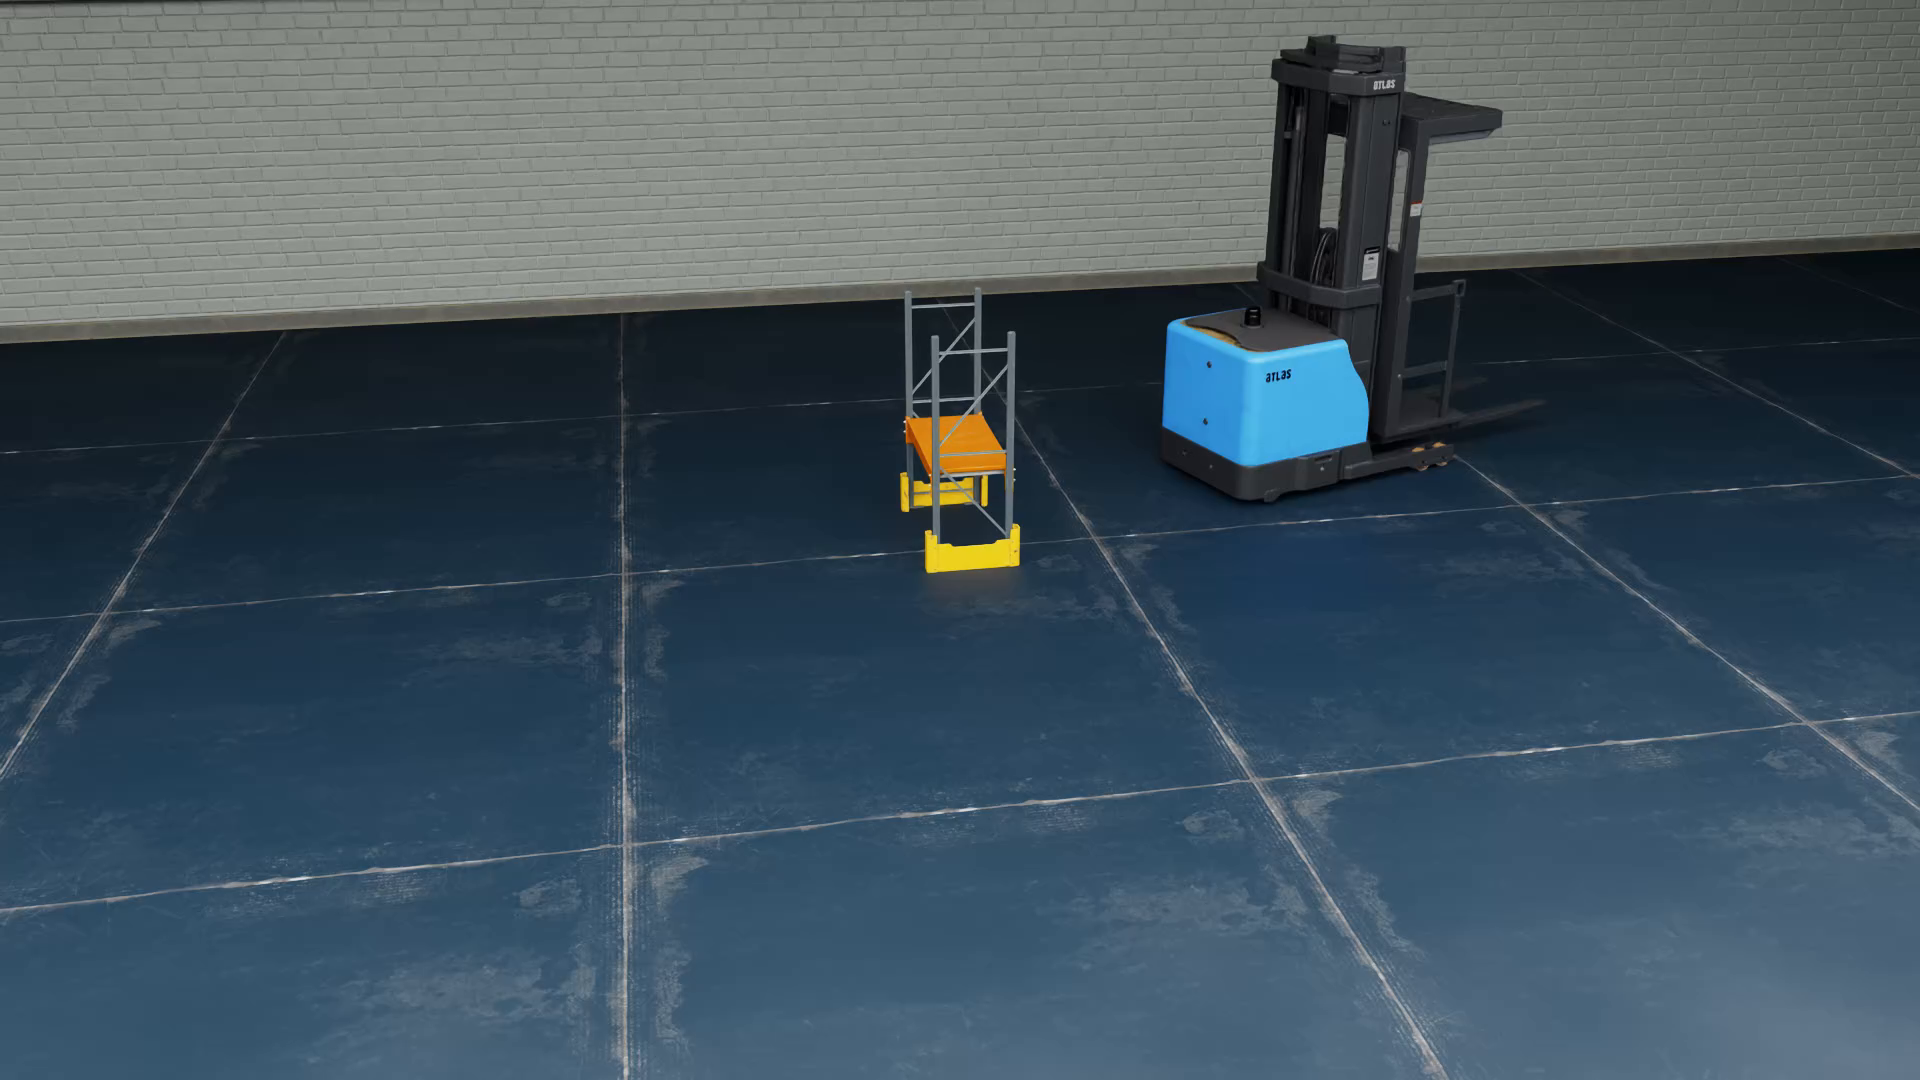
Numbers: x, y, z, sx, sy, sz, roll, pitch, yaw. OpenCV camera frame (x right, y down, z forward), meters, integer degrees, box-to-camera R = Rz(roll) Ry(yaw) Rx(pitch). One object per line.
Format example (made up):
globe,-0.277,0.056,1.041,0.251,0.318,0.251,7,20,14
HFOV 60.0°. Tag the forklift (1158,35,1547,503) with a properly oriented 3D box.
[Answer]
forklift,2.964,-2.008,11.684,3.031,2.935,1.130,-13,27,-27

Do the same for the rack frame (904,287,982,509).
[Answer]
rack frame,-0.110,-0.921,10.984,0.500,1.500,0.032,-4,24,-10

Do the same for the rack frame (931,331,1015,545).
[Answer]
rack frame,0.078,-0.521,10.069,0.500,1.500,0.032,-4,24,-10

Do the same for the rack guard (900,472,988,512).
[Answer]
rack guard,-0.106,-0.340,11.217,0.587,0.250,0.087,-4,24,-10

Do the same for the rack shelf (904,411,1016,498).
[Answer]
rack shelf,-0.016,-0.556,10.599,0.538,0.185,1.000,-4,24,-10

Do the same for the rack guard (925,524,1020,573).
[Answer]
rack guard,0.078,0.051,10.320,0.587,0.250,0.087,-4,24,-10

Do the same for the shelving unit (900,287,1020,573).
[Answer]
shelving unit,-0.014,-0.717,10.518,0.587,1.500,1.083,-4,24,-10
